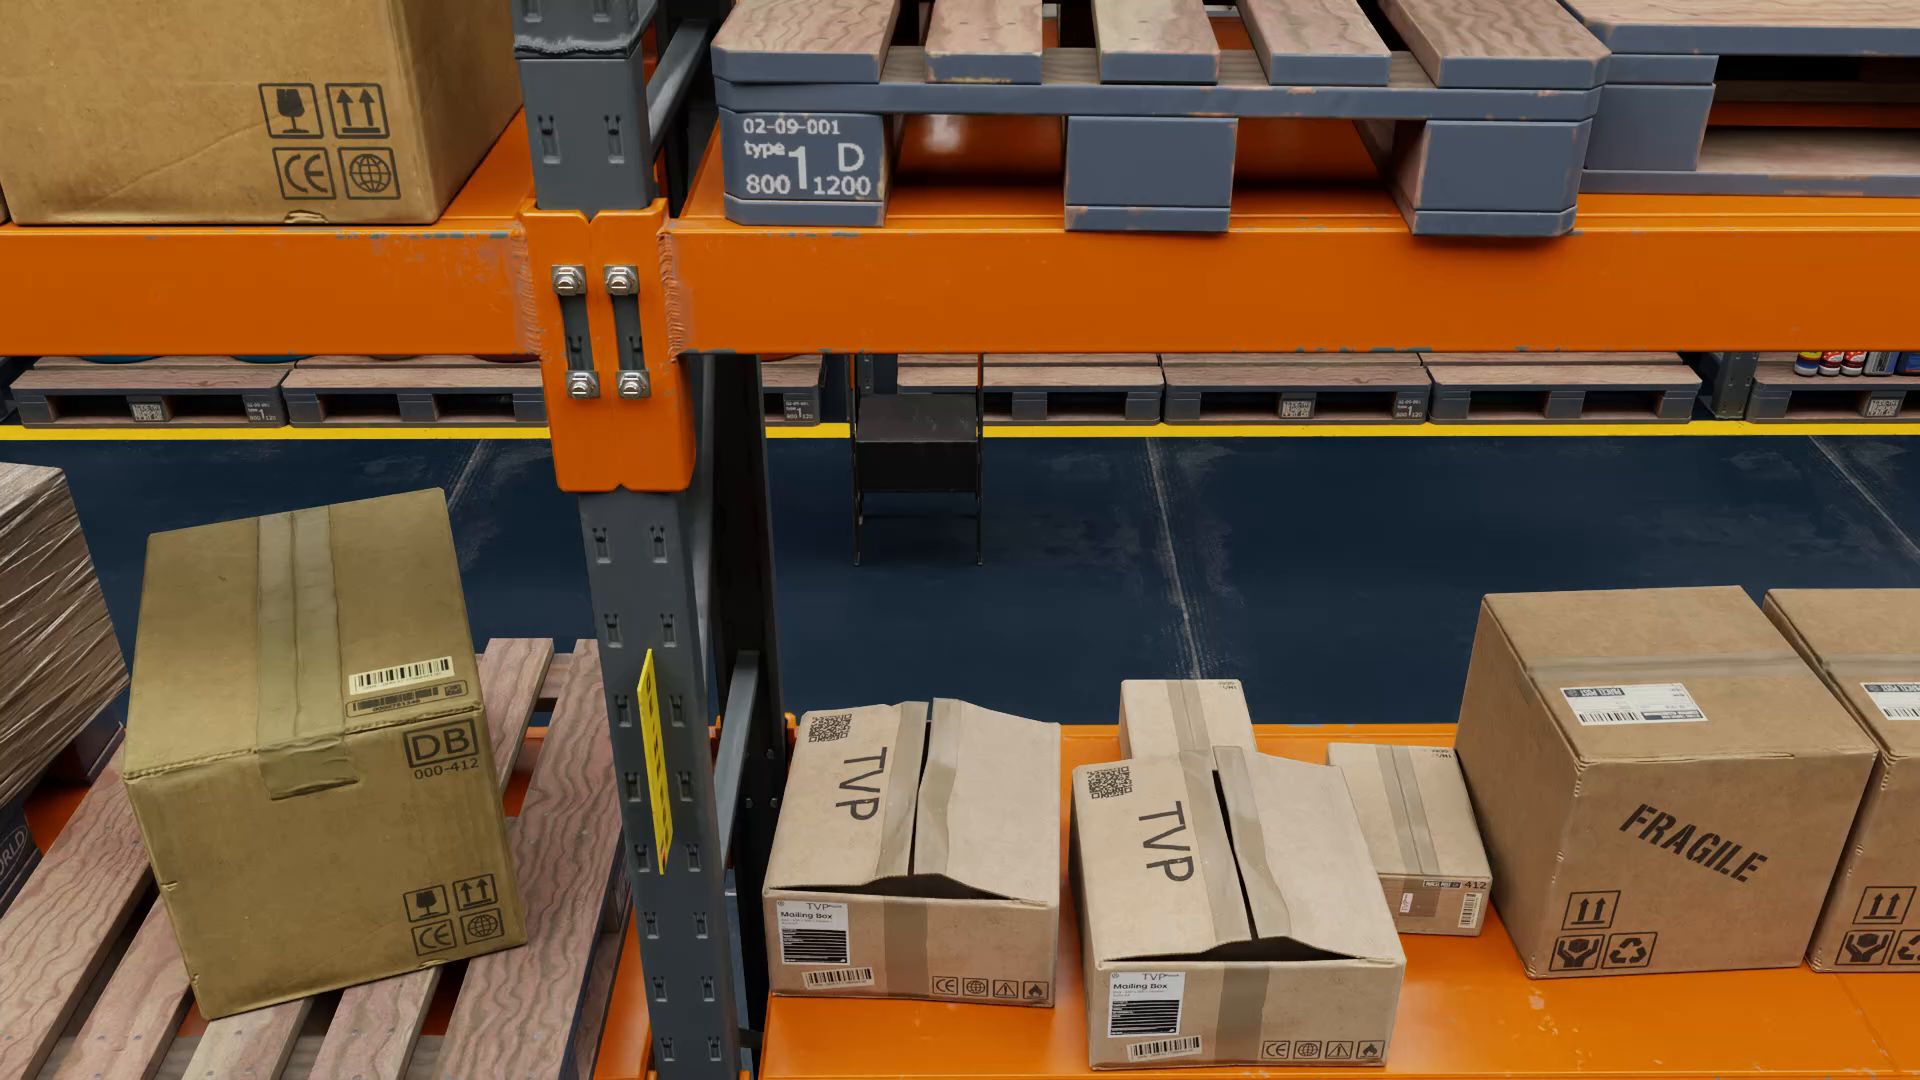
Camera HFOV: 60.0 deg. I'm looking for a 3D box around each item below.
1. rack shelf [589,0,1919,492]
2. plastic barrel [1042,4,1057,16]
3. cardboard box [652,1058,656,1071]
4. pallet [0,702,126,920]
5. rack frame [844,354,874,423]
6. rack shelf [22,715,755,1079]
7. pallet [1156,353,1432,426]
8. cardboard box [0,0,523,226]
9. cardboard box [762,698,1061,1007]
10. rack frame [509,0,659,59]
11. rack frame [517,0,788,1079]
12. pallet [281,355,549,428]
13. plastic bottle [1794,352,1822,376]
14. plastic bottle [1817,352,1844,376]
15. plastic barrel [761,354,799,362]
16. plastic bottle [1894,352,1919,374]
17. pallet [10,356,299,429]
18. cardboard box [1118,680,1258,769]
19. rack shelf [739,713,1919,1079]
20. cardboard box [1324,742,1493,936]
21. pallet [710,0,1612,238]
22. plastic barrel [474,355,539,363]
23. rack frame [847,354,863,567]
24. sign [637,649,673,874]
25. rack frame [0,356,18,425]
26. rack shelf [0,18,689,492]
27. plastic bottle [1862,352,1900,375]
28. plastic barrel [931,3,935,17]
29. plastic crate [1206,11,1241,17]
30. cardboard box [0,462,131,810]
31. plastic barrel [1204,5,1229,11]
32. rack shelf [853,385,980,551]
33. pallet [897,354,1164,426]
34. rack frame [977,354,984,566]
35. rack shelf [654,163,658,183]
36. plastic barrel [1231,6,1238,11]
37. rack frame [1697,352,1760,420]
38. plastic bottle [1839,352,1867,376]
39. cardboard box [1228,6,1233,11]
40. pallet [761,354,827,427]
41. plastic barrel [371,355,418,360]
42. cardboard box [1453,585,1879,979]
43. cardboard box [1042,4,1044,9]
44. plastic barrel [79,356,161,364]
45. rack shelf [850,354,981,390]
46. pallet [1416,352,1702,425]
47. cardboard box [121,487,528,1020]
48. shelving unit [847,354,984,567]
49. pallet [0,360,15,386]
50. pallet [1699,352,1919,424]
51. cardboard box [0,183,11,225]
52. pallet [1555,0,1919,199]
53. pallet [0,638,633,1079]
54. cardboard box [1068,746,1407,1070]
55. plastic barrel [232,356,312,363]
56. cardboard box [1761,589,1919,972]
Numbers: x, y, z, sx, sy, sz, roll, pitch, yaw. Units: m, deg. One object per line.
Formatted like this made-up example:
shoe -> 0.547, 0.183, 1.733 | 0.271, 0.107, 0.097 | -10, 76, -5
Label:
rack shelf -> 1.566, -0.492, 2.470 | 4.000, 0.370, 1.077 | 0, 31, 0
plastic barrel -> 0.567, -2.242, 7.445 | 0.421, 0.512, 0.421 | 0, 31, 0
cardboard box -> -0.891, 1.223, 3.828 | 0.500, 0.500, 0.500 | 1, 31, 2
pallet -> -2.379, 0.580, 3.087 | 1.213, 0.211, 1.003 | 0, 31, 0
rack frame -> -0.460, -2.080, 7.286 | 0.127, 3.000, 1.000 | 0, 31, 0
rack shelf -> -2.434, 0.803, 3.228 | 4.000, 0.370, 1.077 | 0, 31, 0
pallet -> 1.532, -0.872, 7.984 | 1.213, 0.211, 1.003 | 0, 31, 0
cardboard box -> -0.870, -0.817, 2.217 | 0.500, 0.500, 0.910 | 0, 31, 0
cardboard box -> -0.070, 0.549, 3.039 | 0.500, 0.311, 0.500 | 2, 31, 3
rack frame -> -0.434, -2.075, 1.495 | 0.127, 3.000, 1.000 | 0, 31, 0
rack frame -> -0.434, 0.489, 3.052 | 0.127, 3.000, 1.000 | 0, 31, 0
pallet -> -2.465, -0.861, 7.966 | 1.213, 0.211, 1.003 | 0, 31, 0
plastic bottle -> 3.861, -0.888, 7.527 | 0.097, 0.271, 0.097 | 0, 31, 0
plastic bottle -> 3.963, -0.858, 7.546 | 0.097, 0.201, 0.097 | 0, 31, 0
plastic barrel -> -0.949, -1.321, 7.723 | 0.708, 0.830, 0.600 | 0, 31, 0
plastic bottle -> 4.349, -0.935, 7.529 | 0.185, 0.351, 0.144 | 1, 31, 1
pallet -> -3.688, -0.856, 7.957 | 1.213, 0.211, 1.003 | 0, 31, 0
cardboard box -> 0.464, 0.451, 3.358 | 0.250, 0.149, 0.380 | 0, 31, 0
rack shelf -> 1.566, 0.791, 3.249 | 4.000, 0.370, 1.077 | 0, 31, 0
cardboard box -> 0.841, 0.564, 3.171 | 0.250, 0.149, 0.380 | 2, 31, 3
pallet -> 0.244, -0.761, 2.402 | 1.003, 0.211, 1.213 | 1, 31, 2
plastic barrel -> -2.079, -1.215, 7.780 | 0.708, 0.588, 0.600 | 0, 31, 0
rack frame -> -0.410, -0.896, 6.203 | 0.015, 2.100, 0.400 | 0, 31, 0
sign -> -0.421, 0.310, 2.308 | 0.005, 0.325, 0.100 | 0, 31, 0
rack frame -> -4.460, -2.067, 7.266 | 0.127, 3.000, 1.000 | 0, 31, 0
rack shelf -> -2.434, -0.479, 2.450 | 4.000, 0.370, 1.077 | 0, 31, 0
plastic bottle -> 4.184, -0.905, 7.551 | 0.135, 0.276, 0.152 | 1, 31, 2
plastic barrel -> 0.002, -2.297, 7.513 | 0.708, 0.536, 0.600 | 0, 31, 0
plastic crate -> 1.158, -1.954, 7.017 | 0.583, 0.464, 0.402 | 0, 31, 0
cardboard box -> -1.979, 0.231, 2.976 | 0.500, 0.500, 0.700 | 6, 32, 9
plastic barrel -> 0.988, -2.243, 7.447 | 0.421, 0.512, 0.421 | 0, 31, 0
rack shelf -> -0.166, -0.287, 6.575 | 0.480, 0.518, 0.431 | 0, 31, 0
pallet -> 0.315, -0.870, 7.981 | 1.213, 0.211, 1.003 | 0, 31, 0
rack frame -> 0.078, -0.898, 6.206 | 0.015, 2.100, 0.400 | 0, 31, 0
rack shelf -> -2.460, -1.766, 7.463 | 4.000, 0.370, 1.077 | 0, 31, 0
plastic barrel -> 1.415, -2.258, 7.448 | 0.433, 0.535, 0.433 | 0, 31, 0
rack frame -> 3.540, -2.092, 7.307 | 0.127, 3.000, 1.000 | 0, 31, 0
plastic bottle -> 4.064, -0.858, 7.547 | 0.097, 0.201, 0.097 | 0, 31, 0
cardboard box -> 1.859, -3.797, 12.101 | 0.500, 0.500, 0.700 | -3, 31, -5
pallet -> -1.248, -0.864, 7.970 | 1.213, 0.211, 1.003 | 0, 31, 0
plastic barrel -> -2.643, -1.134, 7.721 | 0.421, 0.512, 0.421 | 0, 31, 0
cardboard box -> 1.244, 0.433, 3.048 | 0.500, 0.500, 0.500 | -2, 31, -3
cardboard box -> 0.734, -3.789, 12.089 | 0.500, 0.500, 0.700 | -3, 31, -4
plastic barrel -> -3.916, -1.343, 7.689 | 0.708, 0.901, 0.600 | 0, 31, 0
rack shelf -> -0.166, -0.886, 6.212 | 0.480, 0.518, 0.431 | 0, 31, 0
pallet -> 2.755, -0.878, 7.993 | 1.213, 0.211, 1.003 | 0, 31, 0
cardboard box -> -1.063, 0.328, 2.817 | 0.500, 0.500, 0.700 | -11, 33, -17
shelving unit -> -0.166, -0.897, 6.204 | 0.503, 2.100, 0.431 | 0, 31, 0
pallet -> -5.195, -0.853, 7.952 | 1.213, 0.211, 1.003 | 0, 31, 0
pallet -> 4.212, -0.881, 7.998 | 1.213, 0.211, 1.003 | 0, 31, 0
cardboard box -> -1.380, -0.815, 2.214 | 0.500, 0.500, 0.910 | 0, 31, 0
pallet -> 1.362, -0.766, 2.411 | 1.213, 0.211, 1.003 | 1, 31, 2
pallet -> -1.111, 0.610, 3.038 | 1.003, 0.211, 1.213 | 0, 31, 0
cardboard box -> 0.461, 0.625, 2.914 | 0.500, 0.311, 0.500 | -1, 31, -1
plastic barrel -> -3.208, -1.345, 7.693 | 0.708, 0.901, 0.600 | 0, 31, 0
cardboard box -> 1.770, 0.431, 3.051 | 0.500, 0.500, 0.500 | 0, 31, 0
